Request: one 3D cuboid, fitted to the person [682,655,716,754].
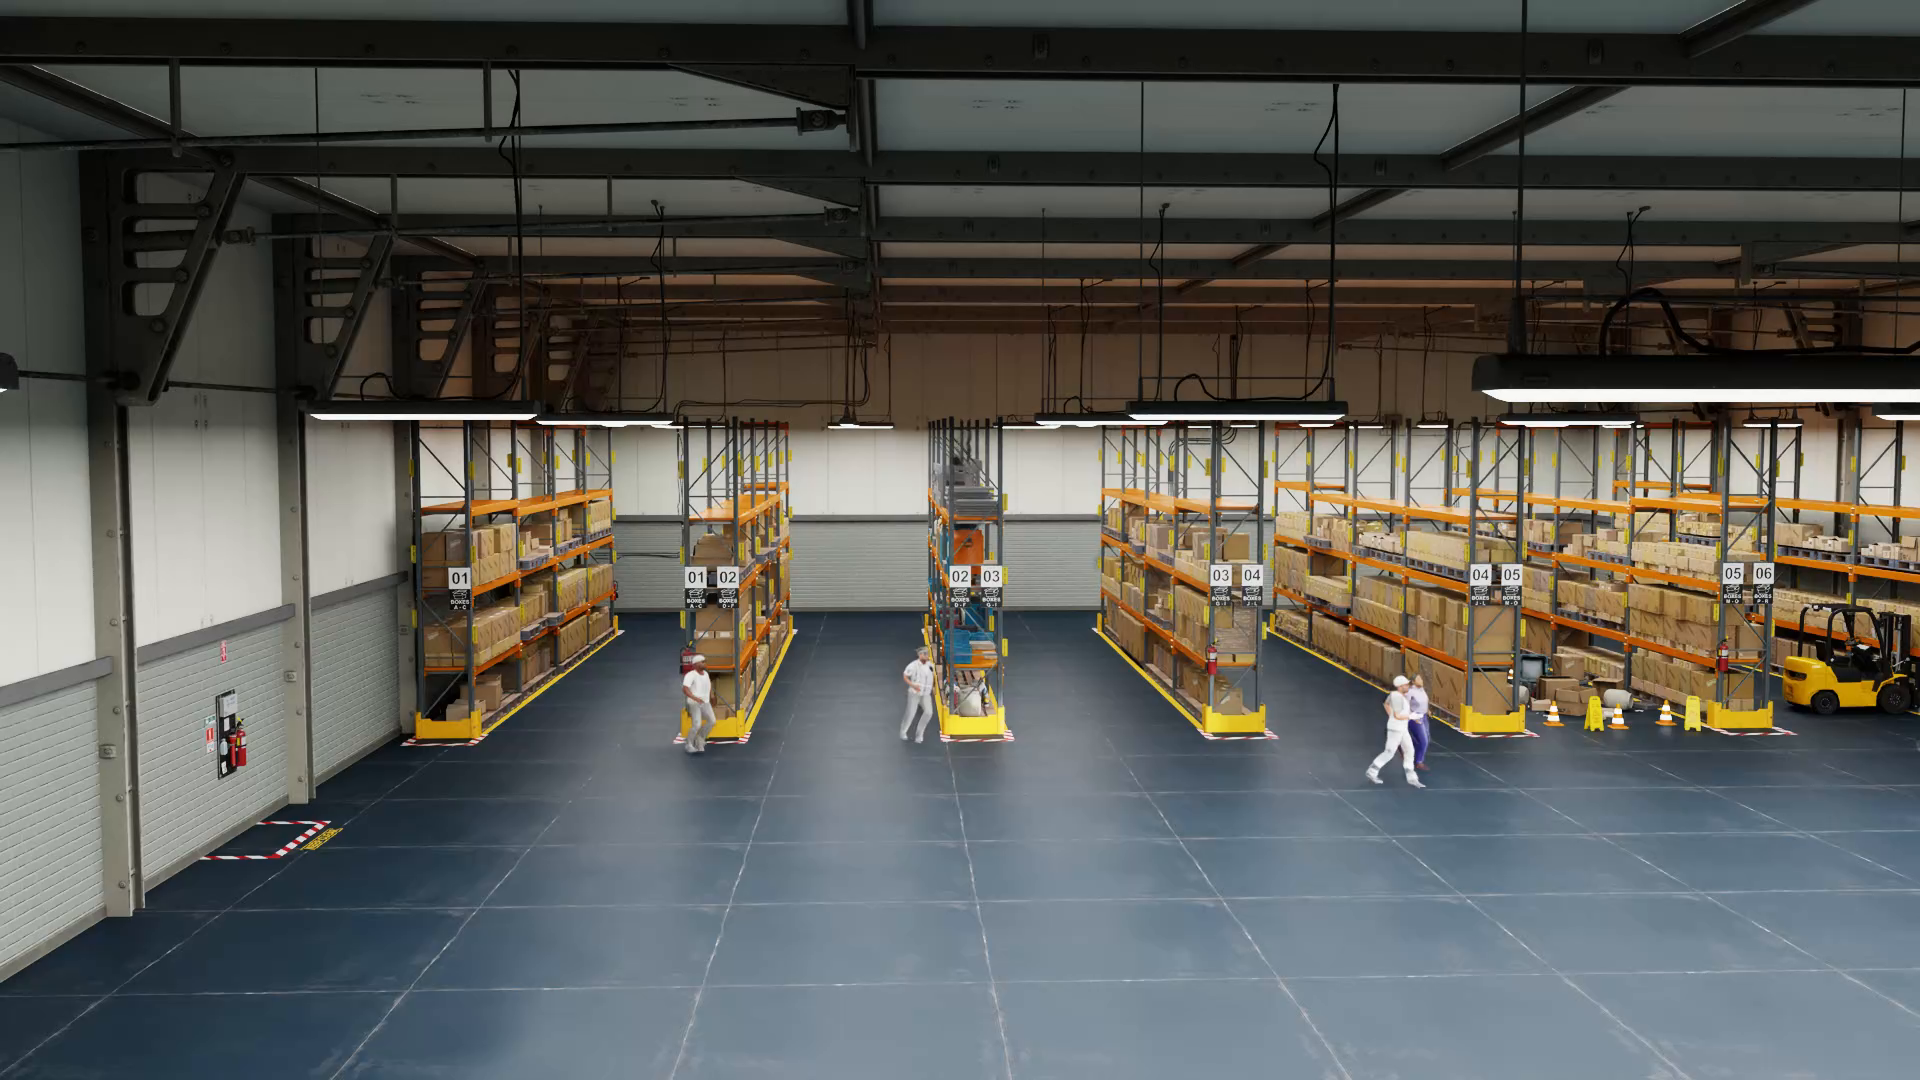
[{"bbox_3d":[-4.619,2.927,29.685,0.603,1.729,0.744,3,5,40],"label":"person"}]

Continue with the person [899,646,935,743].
[{"bbox_3d":[-0.731,2.859,30.818,0.727,1.793,0.677,-2,4,-26],"label":"person"}]

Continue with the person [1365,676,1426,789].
[{"bbox_3d":[6.991,3.071,26.666,0.935,1.806,0.607,2,4,25],"label":"person"}]

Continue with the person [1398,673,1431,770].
[{"bbox_3d":[7.744,3.078,28.368,0.611,1.629,0.603,3,5,41],"label":"person"}]
